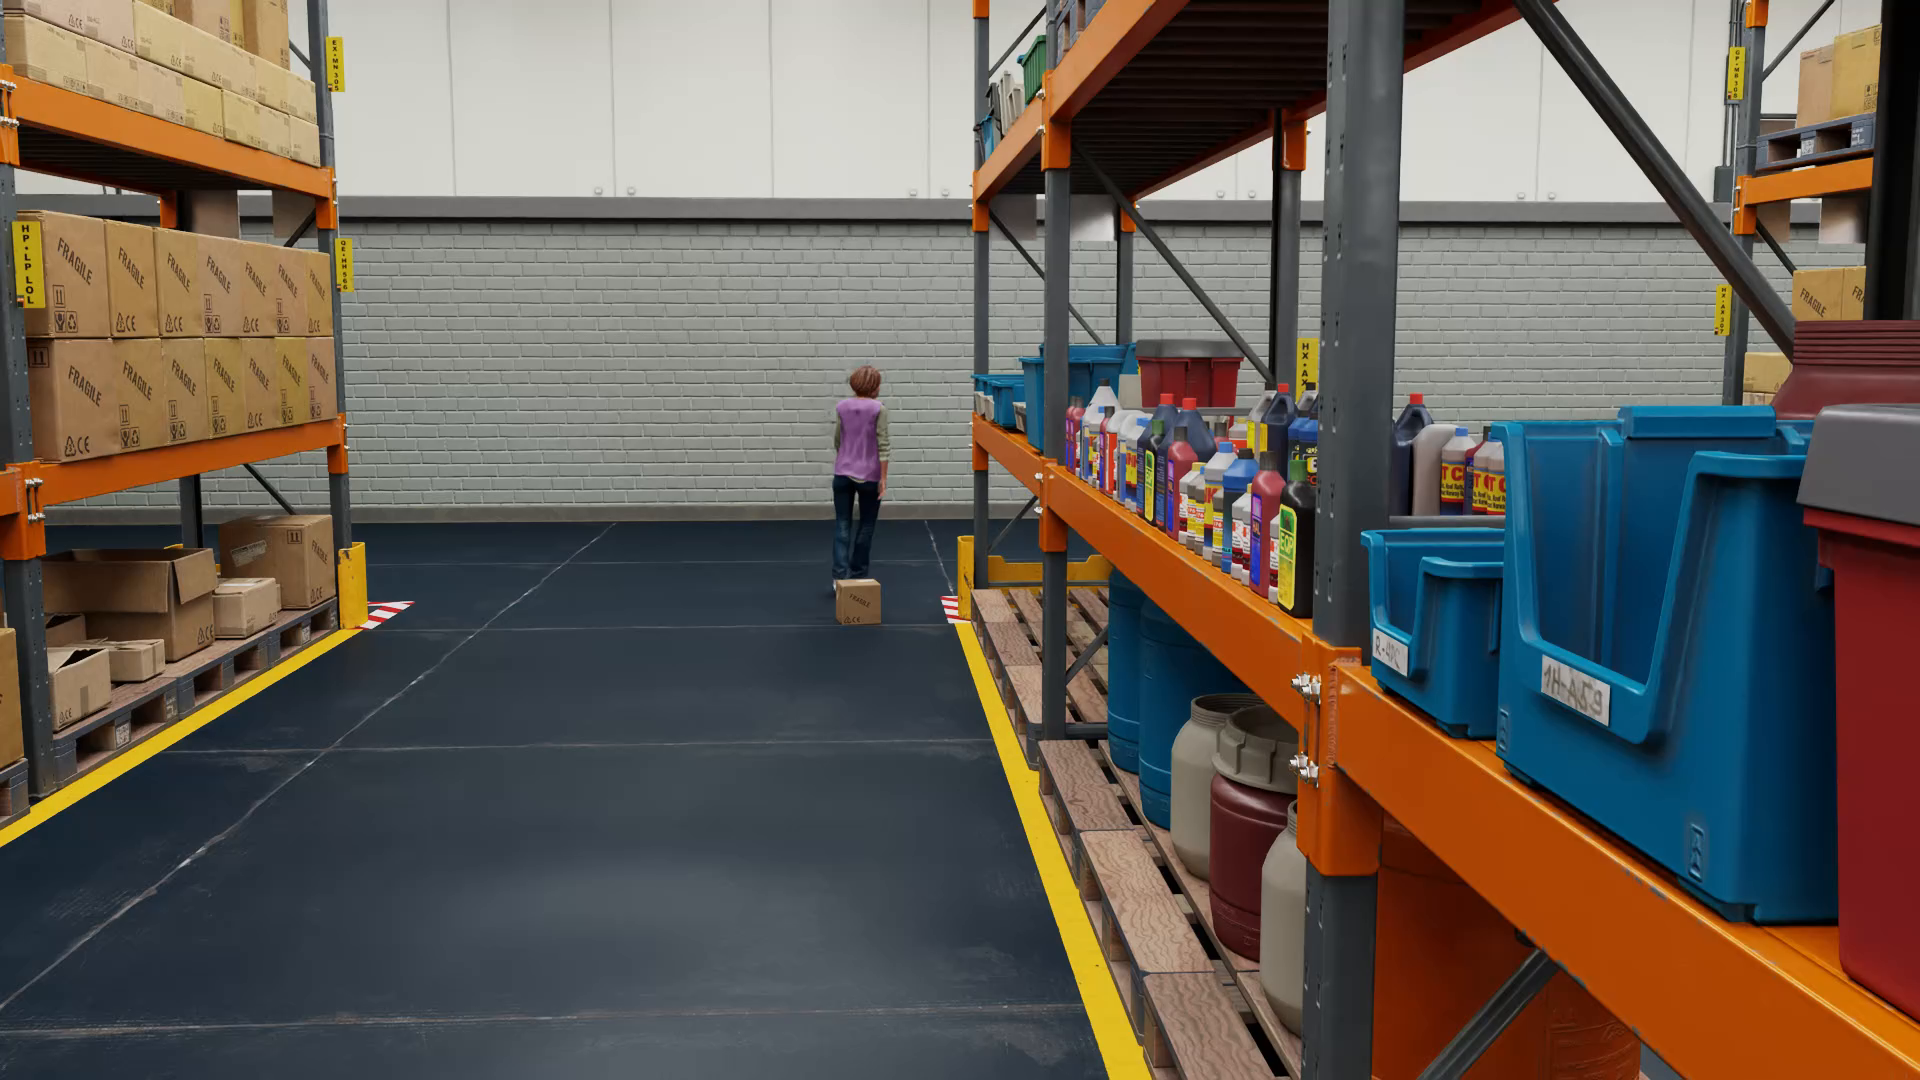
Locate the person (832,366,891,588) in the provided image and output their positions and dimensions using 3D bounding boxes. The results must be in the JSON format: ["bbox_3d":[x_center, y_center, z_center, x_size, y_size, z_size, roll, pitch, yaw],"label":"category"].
[{"bbox_3d":[-0.673,-0.417,11.675,0.446,1.588,0.550,2,7,13],"label":"person"}]
